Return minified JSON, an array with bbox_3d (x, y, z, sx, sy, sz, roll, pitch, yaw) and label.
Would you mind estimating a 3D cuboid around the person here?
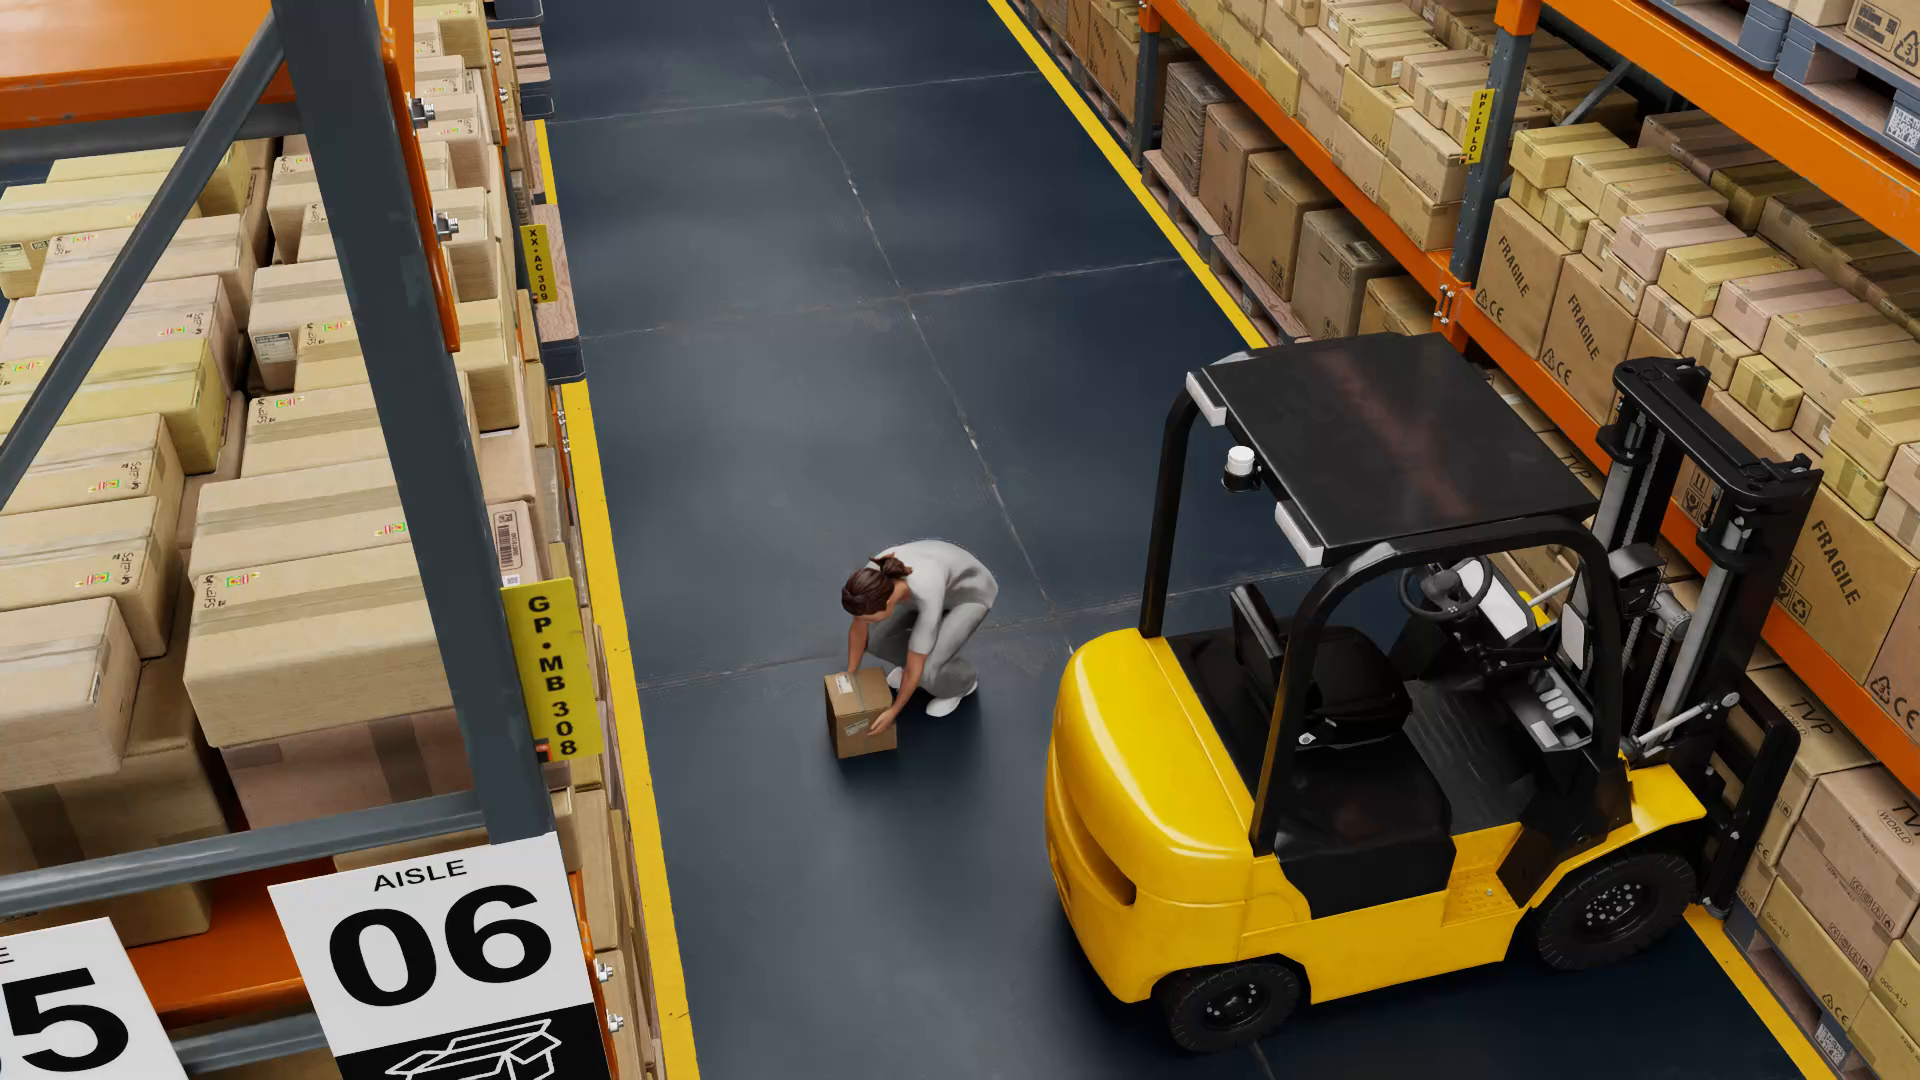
[{"bbox_3d":[-0.181,0.342,6.900,0.795,0.913,0.481,-31,48,-33],"label":"person"}]
